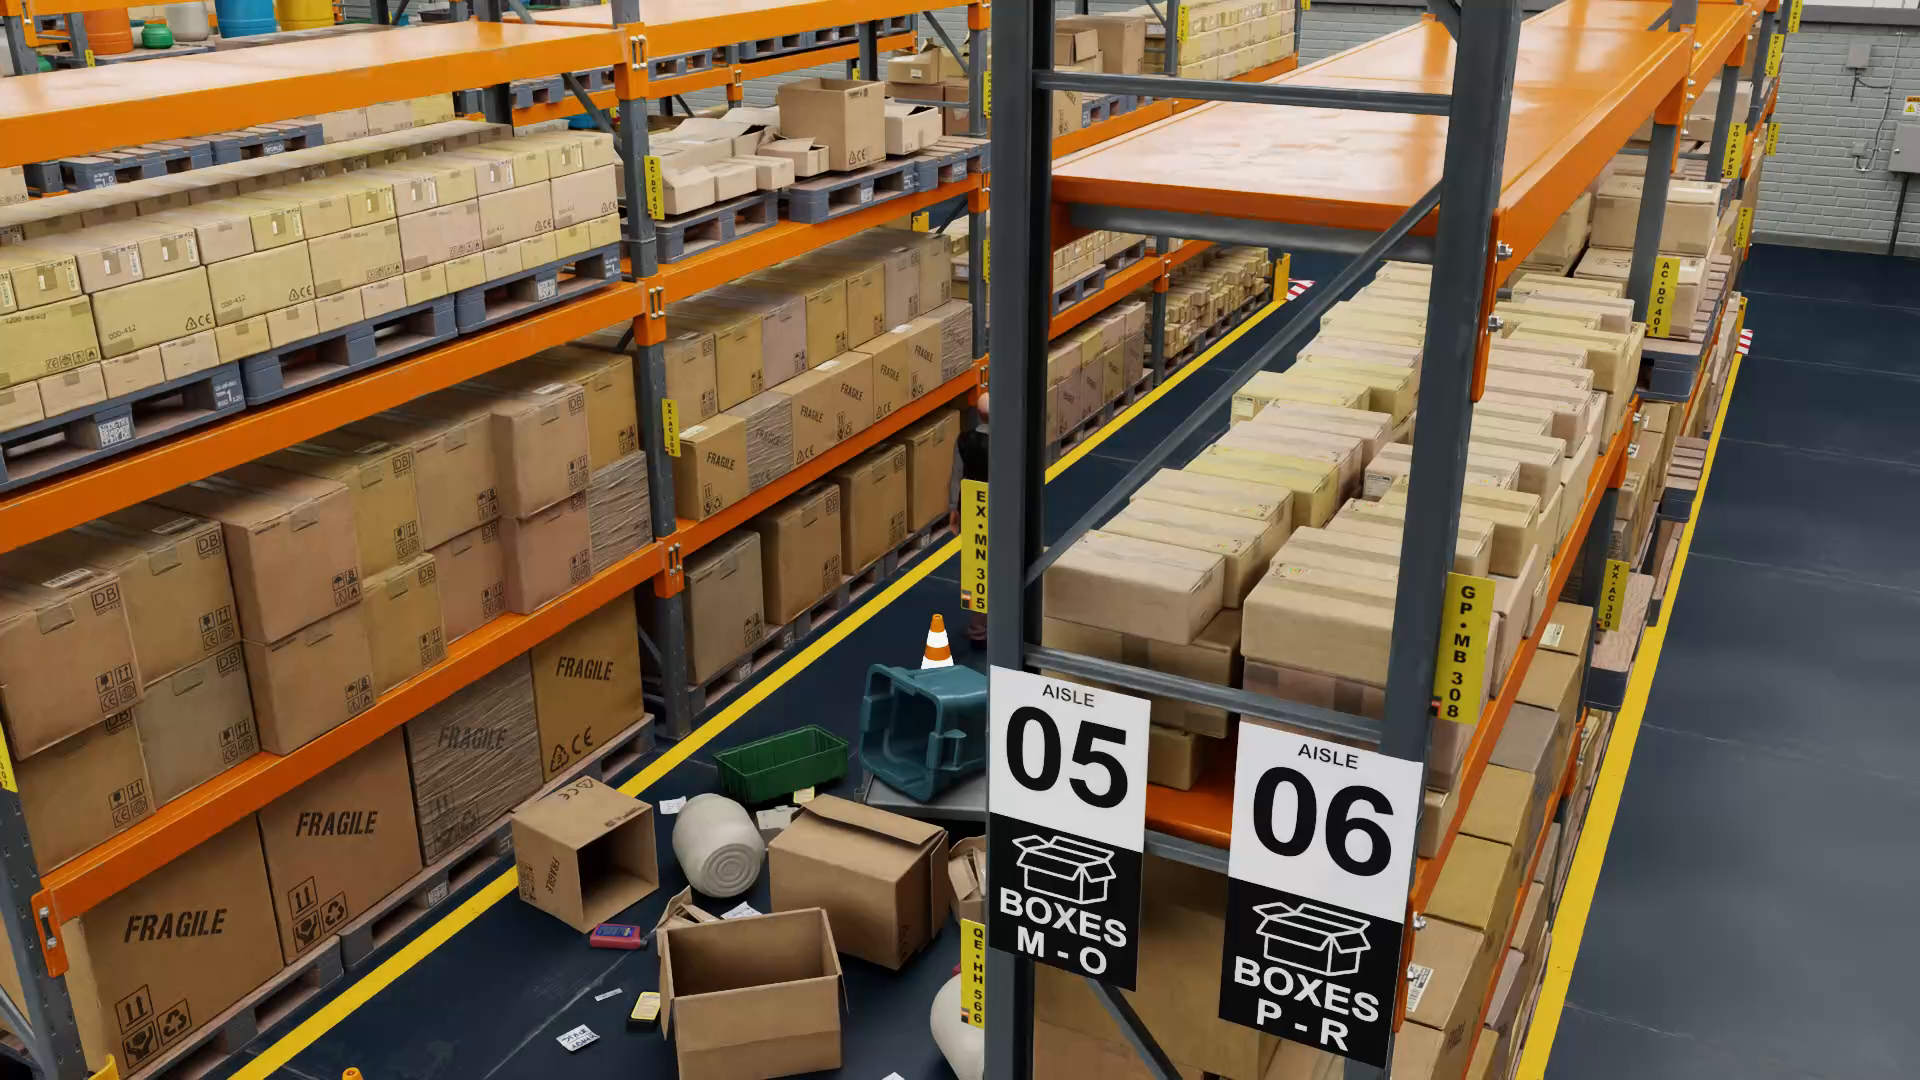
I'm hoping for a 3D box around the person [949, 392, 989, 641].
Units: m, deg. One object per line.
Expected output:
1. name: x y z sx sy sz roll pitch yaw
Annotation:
1. person: 0.197 -0.165 10.941 0.563 1.663 0.501 17 28 35
